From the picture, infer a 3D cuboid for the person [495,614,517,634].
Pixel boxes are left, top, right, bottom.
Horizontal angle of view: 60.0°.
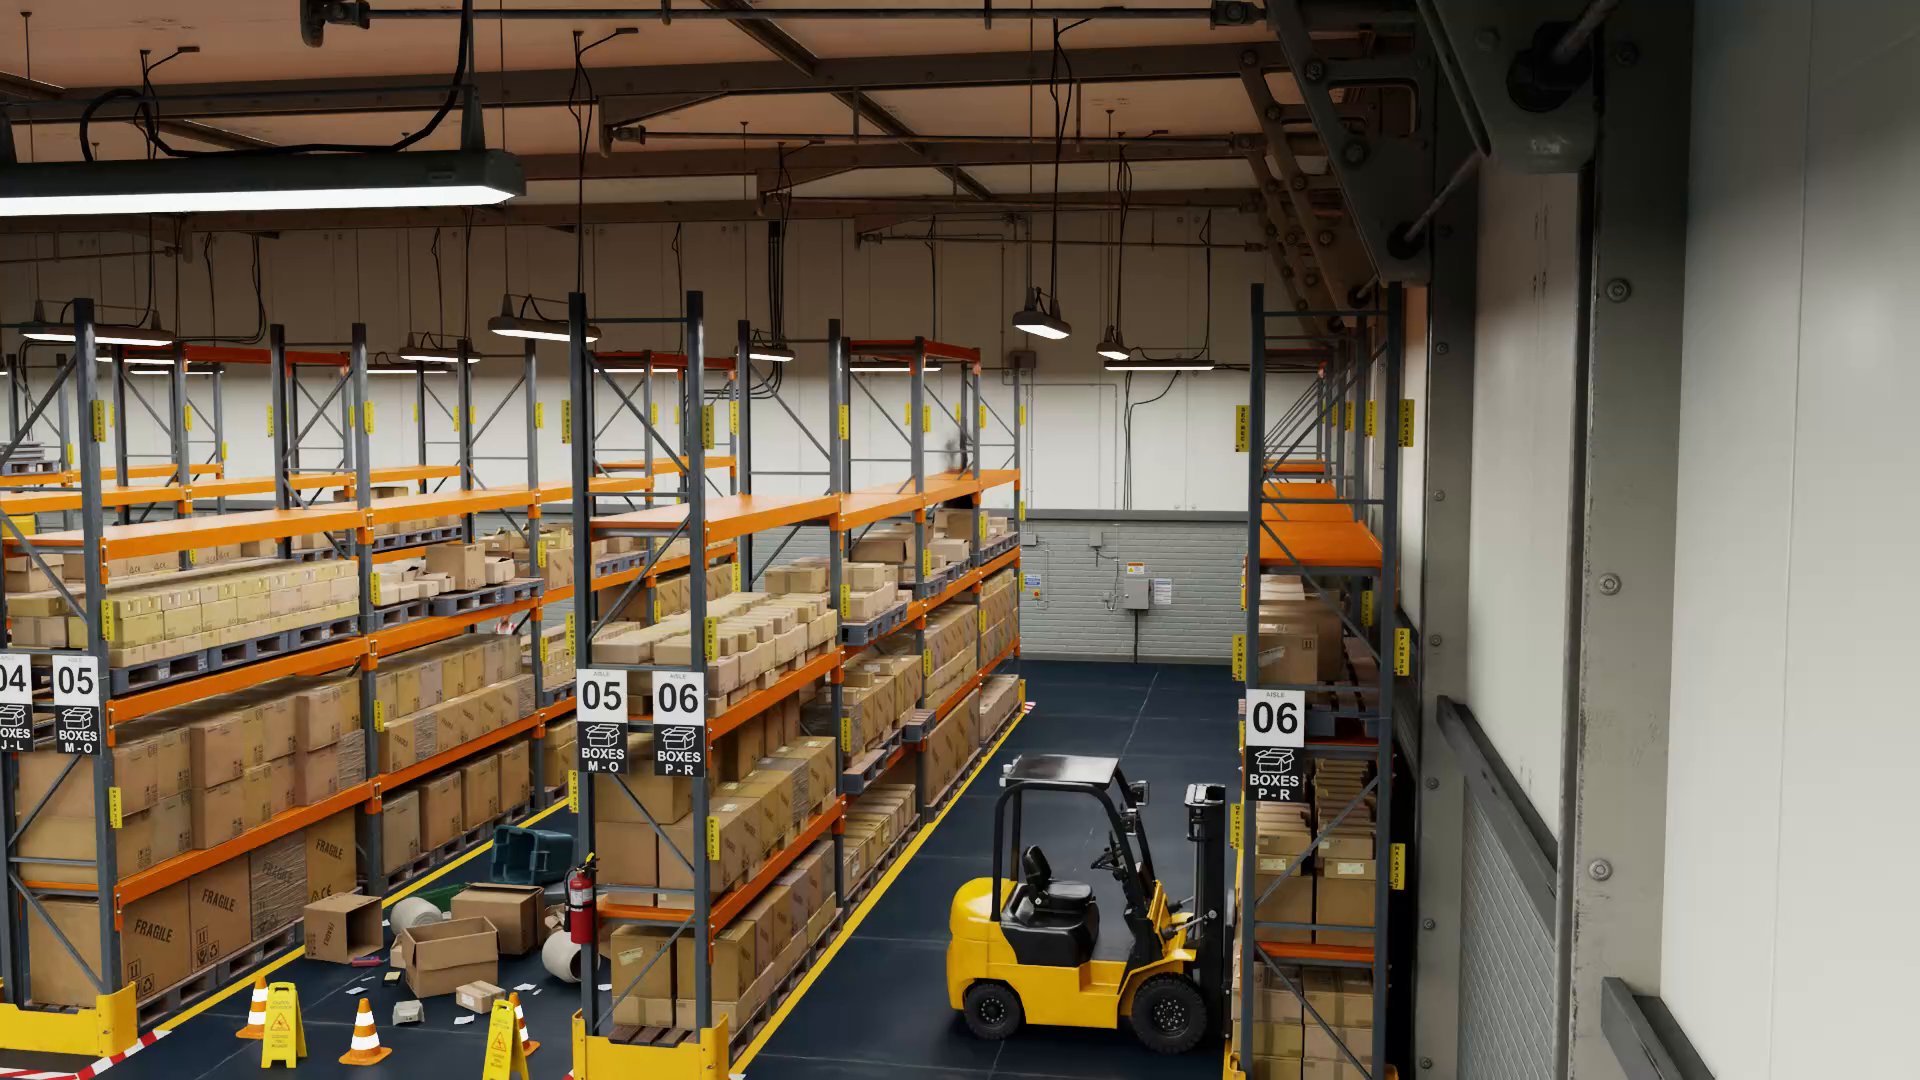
[{"bbox_3d":[-7.723,1.992,28.399,0.667,1.695,0.689,0,5,3],"label":"person"}]
